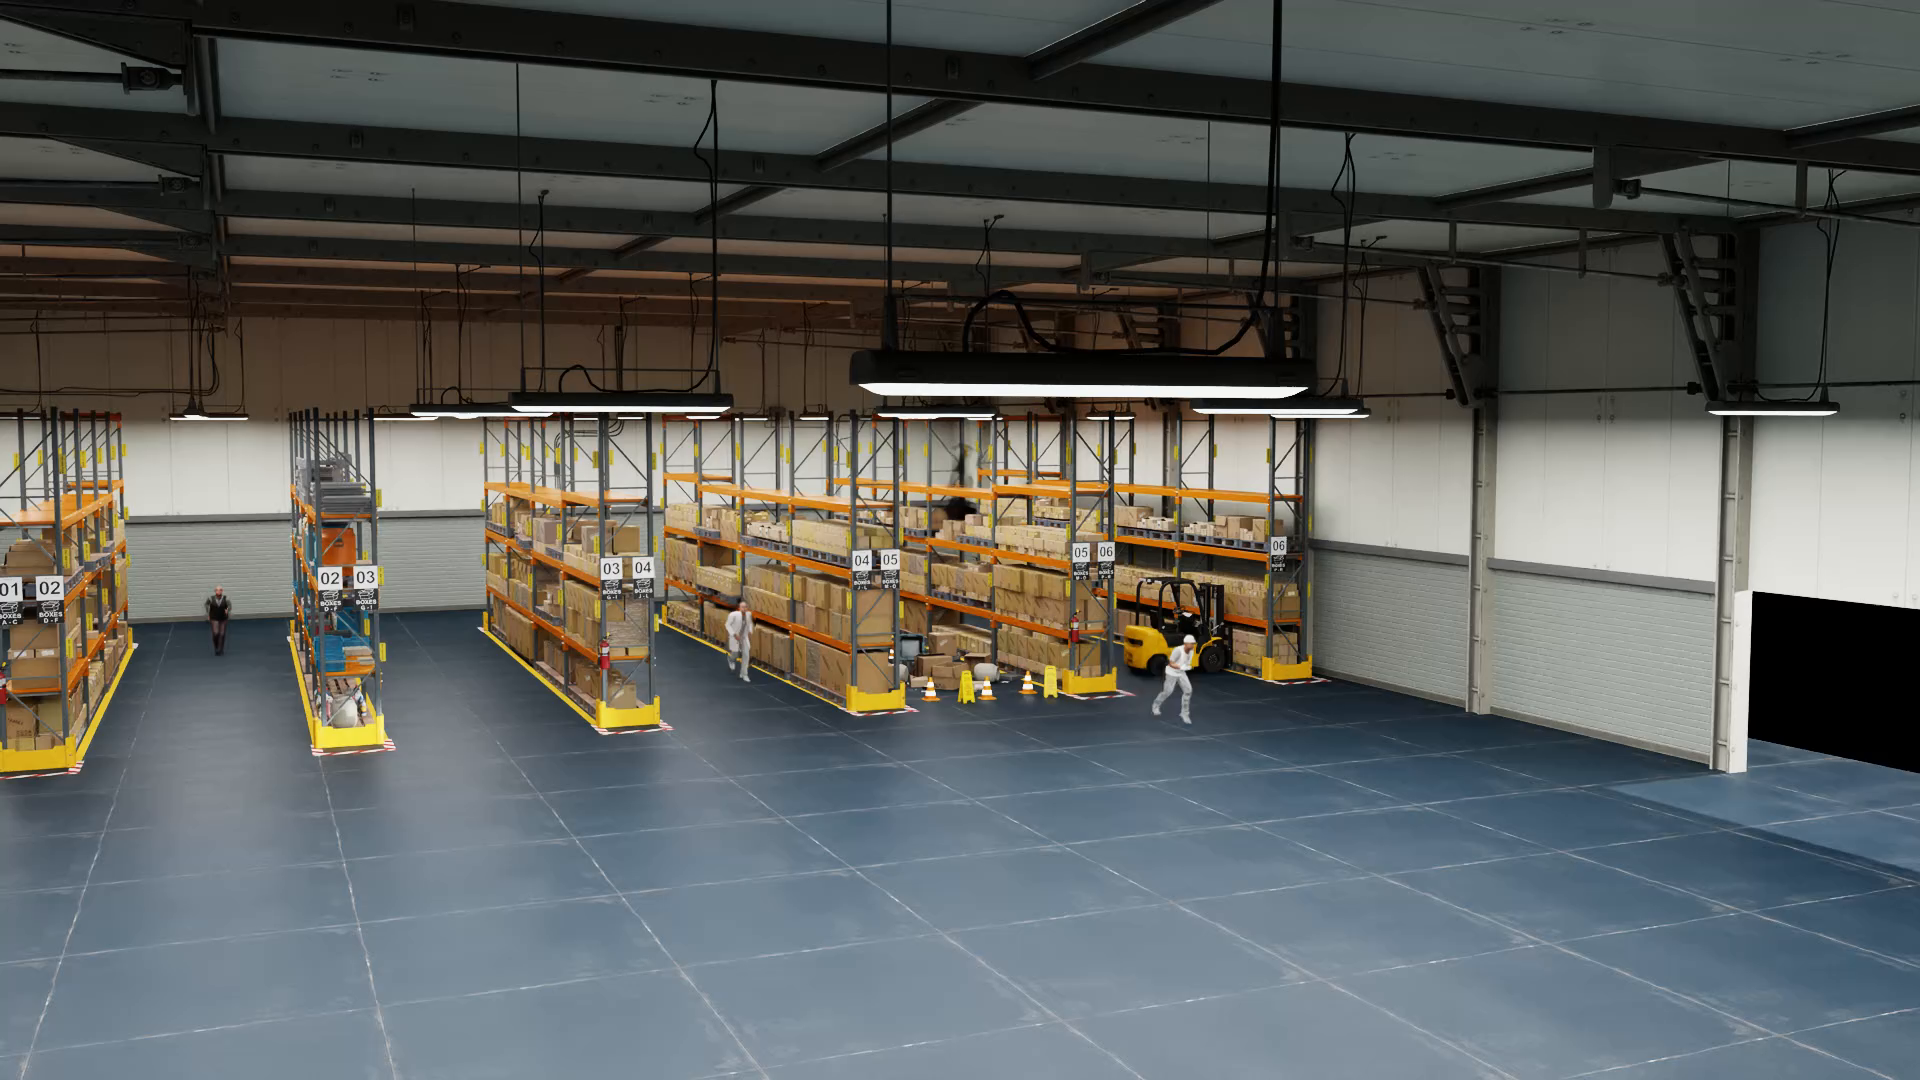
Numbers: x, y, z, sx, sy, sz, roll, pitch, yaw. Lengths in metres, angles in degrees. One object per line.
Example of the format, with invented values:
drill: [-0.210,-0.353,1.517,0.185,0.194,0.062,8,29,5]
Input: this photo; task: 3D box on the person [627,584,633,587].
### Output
person: [-9.414,1.540,47.438,0.745,1.726,0.717,-1,4,-8]

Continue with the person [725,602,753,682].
person: [-4.958,2.254,37.313,0.713,1.779,1.117,-2,5,-28]

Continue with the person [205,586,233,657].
person: [-18.269,2.015,41.023,0.595,1.779,0.885,-3,5,-34]

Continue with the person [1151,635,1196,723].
person: [4.138,2.659,32.092,1.035,1.731,0.728,4,6,44]
